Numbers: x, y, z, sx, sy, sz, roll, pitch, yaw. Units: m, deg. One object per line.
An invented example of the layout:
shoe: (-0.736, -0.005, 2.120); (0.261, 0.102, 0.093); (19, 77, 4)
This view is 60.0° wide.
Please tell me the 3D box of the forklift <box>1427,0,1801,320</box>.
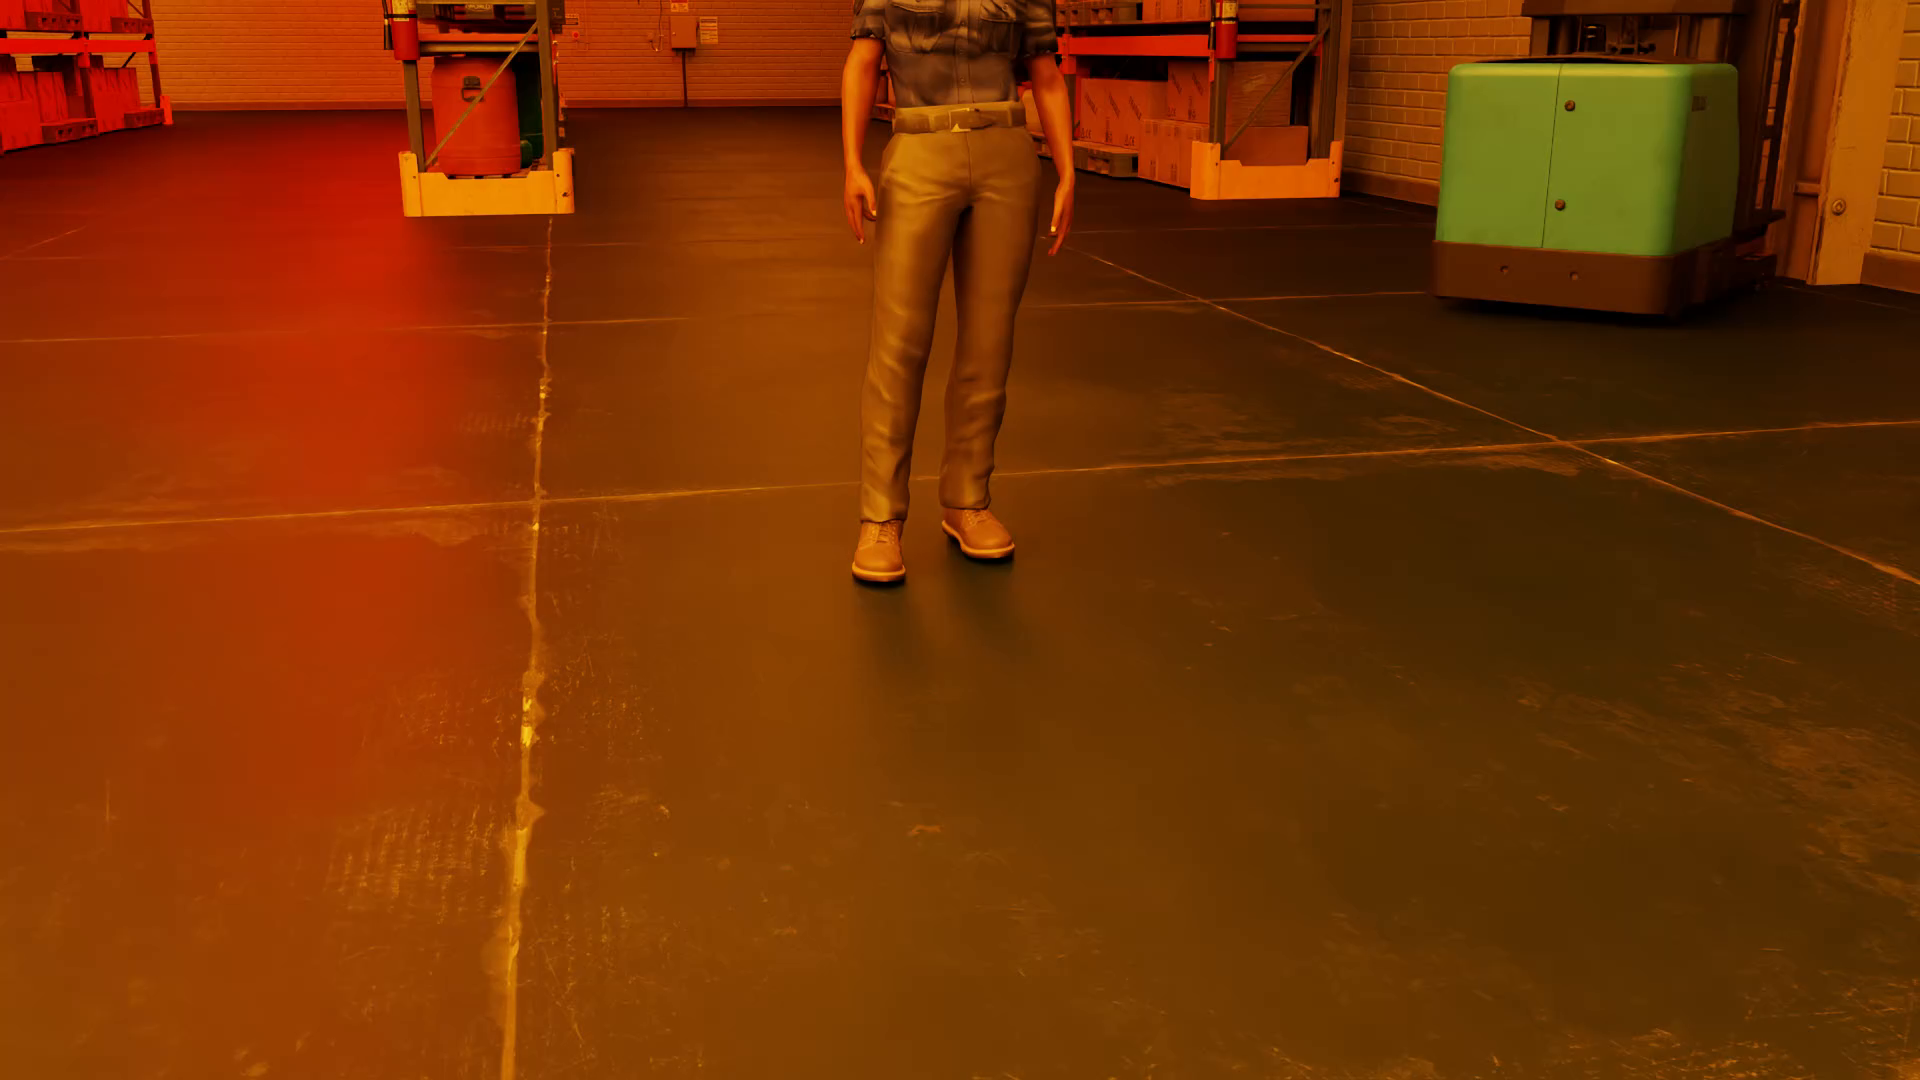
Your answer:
forklift: (3.410, -2.695, 7.945); (1.130, 2.935, 3.031); (12, 20, 36)

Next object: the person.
person: (0.000, -0.774, 3.692); (0.569, 1.654, 0.504); (-4, 17, -12)
